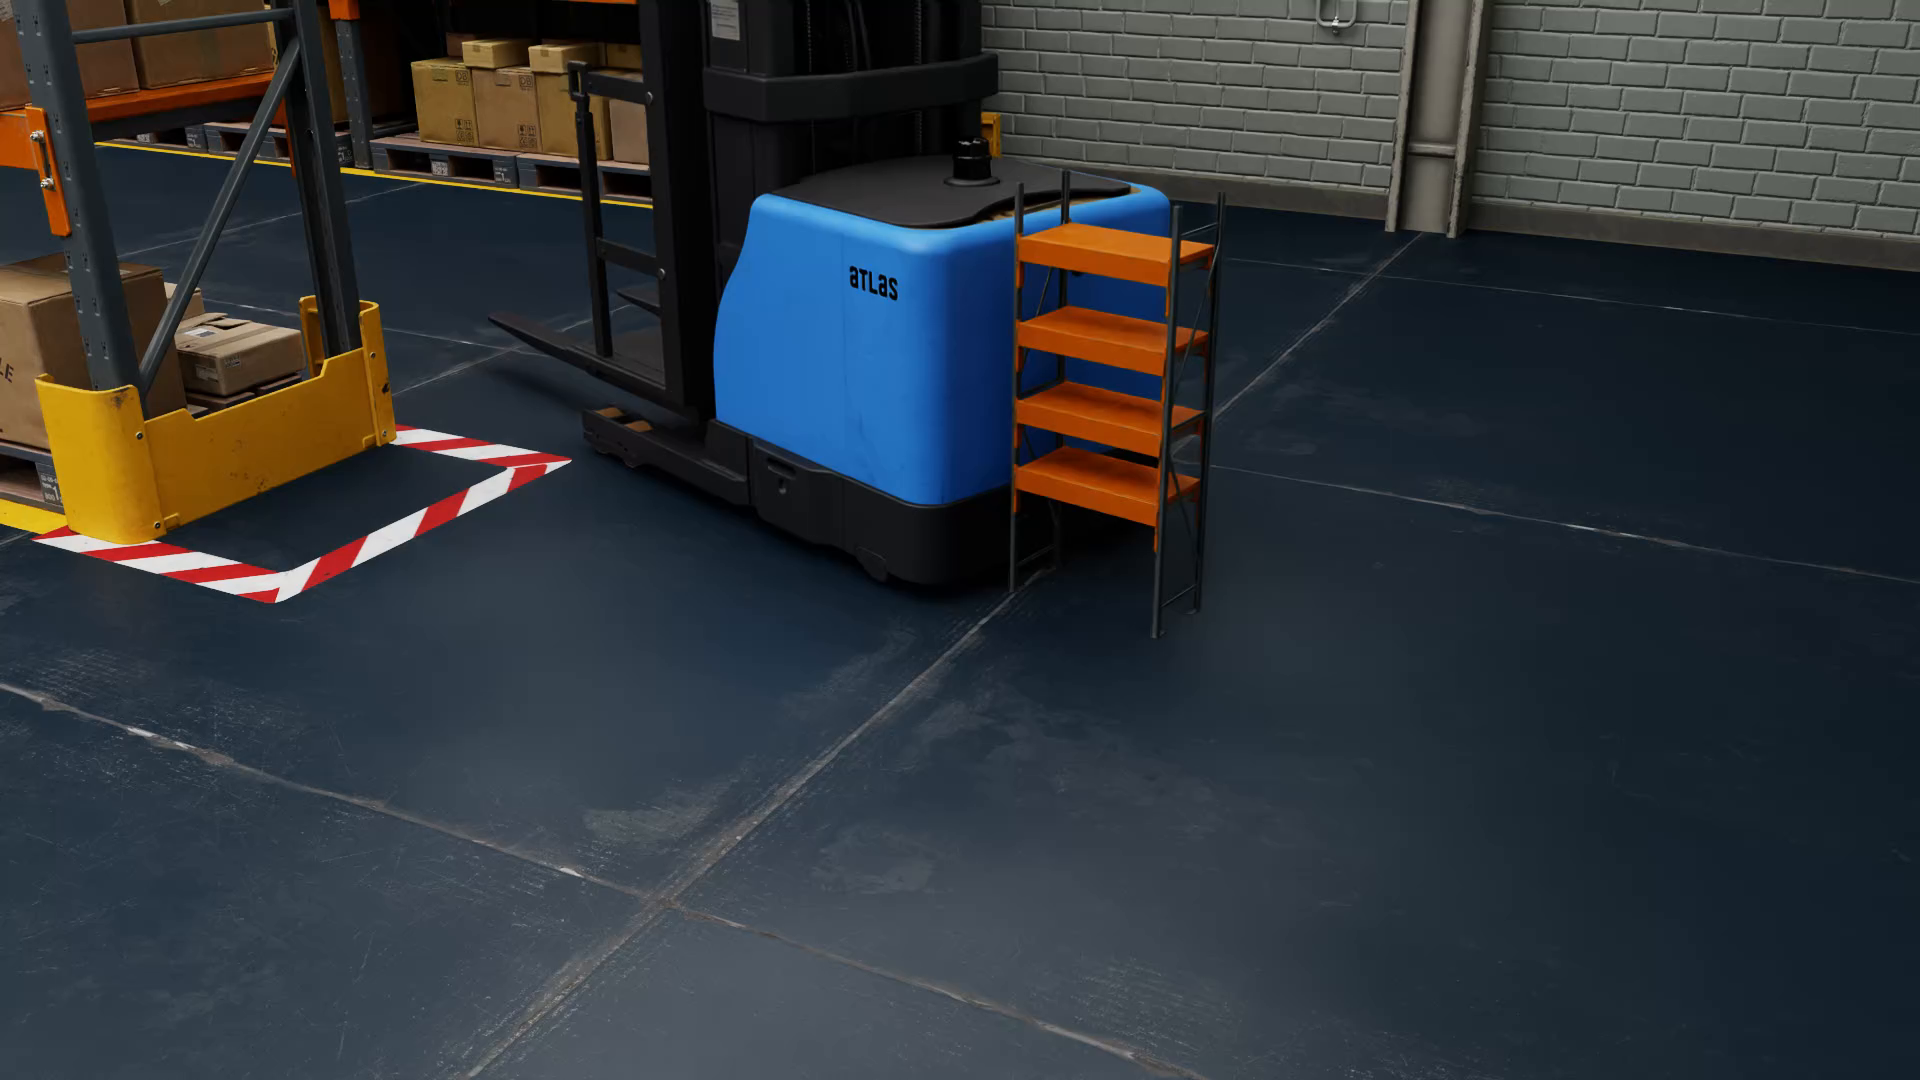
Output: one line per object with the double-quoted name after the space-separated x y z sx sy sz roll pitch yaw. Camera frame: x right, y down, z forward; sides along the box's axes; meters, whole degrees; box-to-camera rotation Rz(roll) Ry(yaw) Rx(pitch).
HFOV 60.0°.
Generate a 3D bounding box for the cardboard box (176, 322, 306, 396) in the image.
-2.622 -0.661 6.052 0.250 0.149 0.380 11 25 25 "cardboard box"

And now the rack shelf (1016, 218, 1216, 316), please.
0.417 -0.734 4.438 0.480 0.148 0.258 17 28 34 "rack shelf"

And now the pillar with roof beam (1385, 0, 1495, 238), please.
0.685 -4.390 4.074 0.400 9.000 9.100 11 25 25 "pillar with roof beam"

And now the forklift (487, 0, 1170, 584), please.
-0.704 -1.717 5.542 1.130 2.935 3.031 -19 30 -38 "forklift"

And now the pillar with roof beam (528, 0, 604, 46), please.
-4.669 -5.449 6.565 0.400 9.000 9.100 11 25 25 "pillar with roof beam"

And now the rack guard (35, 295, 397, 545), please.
-2.472 -0.440 5.645 0.348 0.500 1.175 11 25 25 "rack guard"

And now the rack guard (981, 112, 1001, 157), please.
-0.151 -2.153 9.673 0.348 0.500 1.175 11 25 25 "rack guard"

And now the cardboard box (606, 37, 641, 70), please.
-1.998 -3.053 10.425 0.250 0.149 0.380 11 25 24 "cardboard box"

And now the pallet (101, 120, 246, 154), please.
-5.557 -3.055 12.164 1.213 0.211 1.003 11 25 25 "pallet"

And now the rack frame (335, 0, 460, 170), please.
-3.742 -4.014 10.855 0.127 3.000 1.000 11 25 25 "rack frame"

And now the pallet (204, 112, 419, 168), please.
-4.464 -2.840 11.659 1.213 0.211 1.003 11 25 25 "pallet"

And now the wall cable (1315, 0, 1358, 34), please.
1.398 -3.879 9.240 1.851 1.984 0.084 11 25 25 "wall cable"

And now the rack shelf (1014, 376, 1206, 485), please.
0.417 -0.310 4.618 0.480 0.148 0.258 17 28 34 "rack shelf"

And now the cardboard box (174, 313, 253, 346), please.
-2.845 -0.713 6.152 0.250 0.166 0.380 11 25 25 "cardboard box"

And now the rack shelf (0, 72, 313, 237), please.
-4.189 -1.599 6.095 4.000 0.370 1.077 11 25 25 "rack shelf"

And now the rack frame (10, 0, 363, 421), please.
-2.404 -1.577 5.124 0.127 3.000 1.000 11 25 25 "rack frame"

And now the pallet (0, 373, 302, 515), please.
-3.183 -0.447 6.032 1.213 0.211 1.003 11 25 25 "pallet"

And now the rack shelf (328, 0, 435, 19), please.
-5.527 -4.036 11.826 4.000 0.370 1.077 11 25 25 "rack shelf"

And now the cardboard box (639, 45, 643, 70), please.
-1.772 -3.008 10.320 0.250 0.149 0.380 11 26 25 "cardboard box"

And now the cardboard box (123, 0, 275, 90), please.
-2.681 -1.793 5.505 0.500 0.500 0.500 12 26 26 "cardboard box"

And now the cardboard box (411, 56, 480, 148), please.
-3.121 -2.889 10.867 0.500 0.500 0.700 12 26 25 "cardboard box"

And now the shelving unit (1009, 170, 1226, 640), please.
0.417 -0.372 4.591 0.503 1.200 0.258 17 28 34 "shelving unit"

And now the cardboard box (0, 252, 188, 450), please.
-3.000 -0.639 5.551 0.500 0.500 0.500 11 25 25 "cardboard box"

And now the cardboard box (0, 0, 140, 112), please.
-2.926 -1.607 5.067 0.500 0.500 0.500 12 26 26 "cardboard box"

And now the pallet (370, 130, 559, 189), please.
-3.098 -2.569 11.021 1.213 0.211 1.003 11 25 25 "pallet"

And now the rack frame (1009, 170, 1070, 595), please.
0.225 -0.431 4.729 0.015 1.200 0.240 17 28 34 "rack frame"

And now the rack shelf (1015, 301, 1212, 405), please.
0.417 -0.516 4.530 0.480 0.148 0.258 17 28 34 "rack shelf"

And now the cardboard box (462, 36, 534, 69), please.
-2.897 -3.063 10.448 0.250 0.149 0.380 12 26 26 "cardboard box"

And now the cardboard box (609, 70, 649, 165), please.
-1.738 -2.616 10.225 0.500 0.500 0.700 10 25 23 "cardboard box"

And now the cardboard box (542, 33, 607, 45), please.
-2.454 -3.143 10.637 0.250 0.149 0.380 10 25 23 "cardboard box"

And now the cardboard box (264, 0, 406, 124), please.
-4.380 -3.287 11.356 0.750 0.750 0.750 12 26 25 "cardboard box"

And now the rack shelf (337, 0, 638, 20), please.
-1.957 -3.329 10.165 4.000 0.370 1.077 11 25 25 "rack shelf"

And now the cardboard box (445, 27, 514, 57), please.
-3.160 -3.282 10.963 0.250 0.149 0.380 11 25 24 "cardboard box"

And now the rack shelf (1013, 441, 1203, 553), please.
0.417 -0.127 4.696 0.480 0.148 0.258 17 28 34 "rack shelf"

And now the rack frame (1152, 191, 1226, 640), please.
0.610 -0.313 4.454 0.015 1.200 0.240 17 28 34 "rack frame"

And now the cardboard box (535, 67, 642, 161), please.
-2.217 -2.707 10.441 0.500 0.500 0.700 12 26 26 "cardboard box"

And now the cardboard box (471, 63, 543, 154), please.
-2.674 -2.799 10.656 0.500 0.500 0.700 11 25 24 "cardboard box"

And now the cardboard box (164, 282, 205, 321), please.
-3.207 -0.797 6.243 0.500 0.250 0.500 11 25 25 "cardboard box"

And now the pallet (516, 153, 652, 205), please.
-2.006 -2.354 10.515 1.213 0.211 1.003 11 25 25 "pallet"

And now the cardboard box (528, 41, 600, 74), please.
-2.431 -2.971 10.232 0.250 0.149 0.380 10 25 23 "cardboard box"

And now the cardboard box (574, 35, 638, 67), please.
-2.229 -3.099 10.532 0.250 0.149 0.380 11 26 25 "cardboard box"
